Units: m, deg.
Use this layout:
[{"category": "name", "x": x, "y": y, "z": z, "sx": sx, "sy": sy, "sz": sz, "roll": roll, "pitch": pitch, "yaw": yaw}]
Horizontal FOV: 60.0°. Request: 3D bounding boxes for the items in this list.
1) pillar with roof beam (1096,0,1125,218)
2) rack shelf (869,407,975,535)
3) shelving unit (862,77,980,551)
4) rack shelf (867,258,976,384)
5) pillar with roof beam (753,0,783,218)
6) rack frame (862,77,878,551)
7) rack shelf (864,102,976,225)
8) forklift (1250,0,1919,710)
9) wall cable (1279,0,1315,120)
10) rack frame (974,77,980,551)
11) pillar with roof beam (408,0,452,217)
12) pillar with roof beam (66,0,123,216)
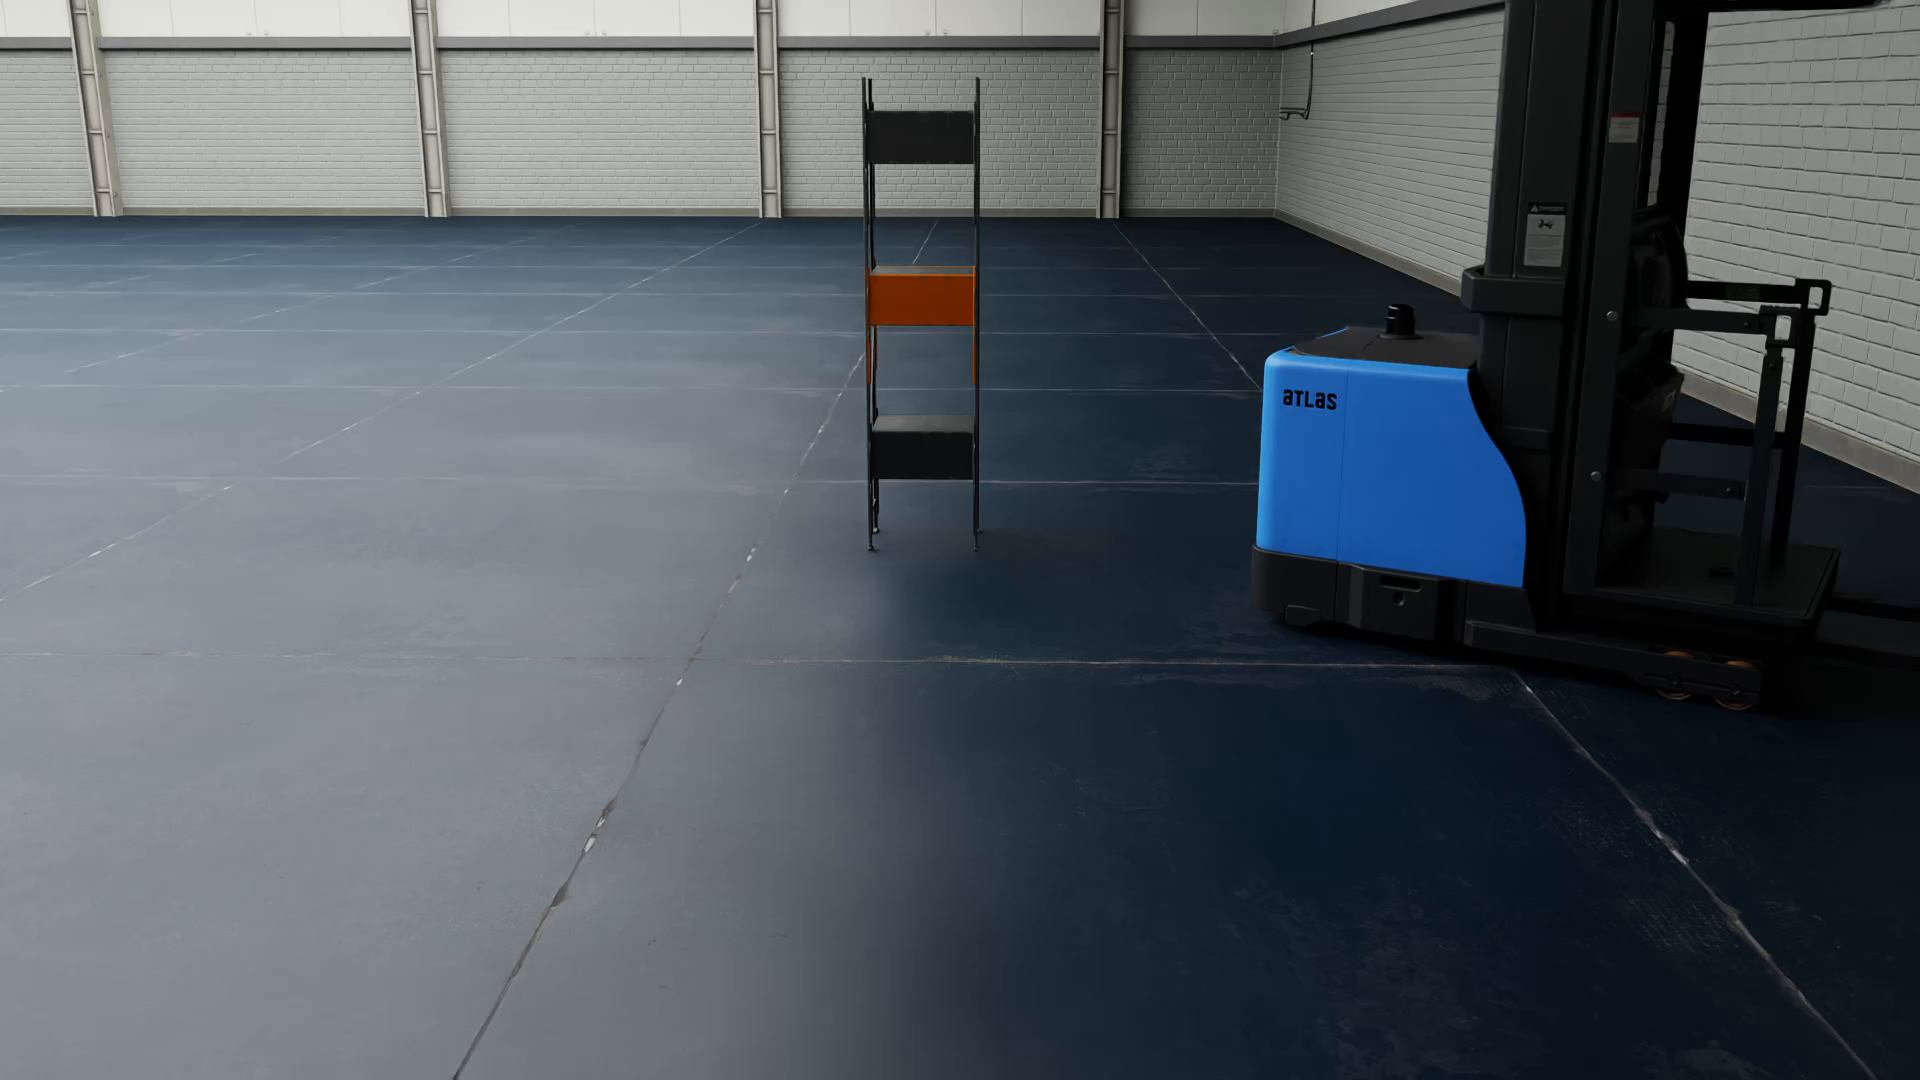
[{"category": "pillar with roof beam", "x": 2.517, "y": -8.992, "z": 24.283, "sx": 0.400, "sy": 9.000, "sz": 9.100, "roll": 0, "pitch": 15, "yaw": 1}, {"category": "rack shelf", "x": -0.165, "y": -0.326, "z": 7.758, "sx": 0.480, "sy": 0.518, "sz": 0.431, "roll": 0, "pitch": 15, "yaw": 1}, {"category": "shelving unit", "x": -0.165, "y": -1.016, "z": 7.576, "sx": 0.503, "sy": 2.100, "sz": 0.431, "roll": 0, "pitch": 15, "yaw": 1}, {"category": "rack shelf", "x": -0.165, "y": -1.003, "z": 7.580, "sx": 0.480, "sy": 0.518, "sz": 0.431, "roll": 0, "pitch": 15, "yaw": 1}, {"category": "pillar with roof beam", "x": -3.481, "y": -9.031, "z": 24.432, "sx": 0.400, "sy": 9.000, "sz": 9.100, "roll": 0, "pitch": 15, "yaw": 1}, {"category": "rack frame", "x": -0.409, "y": -1.018, "z": 7.582, "sx": 0.015, "sy": 2.100, "sz": 0.400, "roll": 0, "pitch": 15, "yaw": 1}, {"category": "rack shelf", "x": -0.165, "y": -1.680, "z": 7.401, "sx": 0.480, "sy": 0.518, "sz": 0.431, "roll": 0, "pitch": 15, "yaw": 1}, {"category": "forklift", "x": 2.672, "y": -0.993, "z": 5.859, "sx": 3.031, "sy": 2.935, "sz": 1.130, "roll": 9, "pitch": 17, "yaw": 31}, {"category": "wall cable", "x": 5.538, "y": -8.232, "z": 27.490, "sx": 0.112, "sy": 2.526, "sz": 3.097, "roll": 0, "pitch": 15, "yaw": 1}, {"category": "rack frame", "x": 0.078, "y": -1.015, "z": 7.570, "sx": 0.015, "sy": 2.100, "sz": 0.400, "roll": 0, "pitch": 15, "yaw": 1}, {"category": "pillar with roof beam", "x": -9.479, "y": -9.070, "z": 24.580, "sx": 0.400, "sy": 9.000, "sz": 9.100, "roll": 0, "pitch": 15, "yaw": 1}, {"category": "pillar with roof beam", "x": -15.477, "y": -9.110, "z": 24.728, "sx": 0.400, "sy": 9.000, "sz": 9.100, "roll": 0, "pitch": 15, "yaw": 1}]
